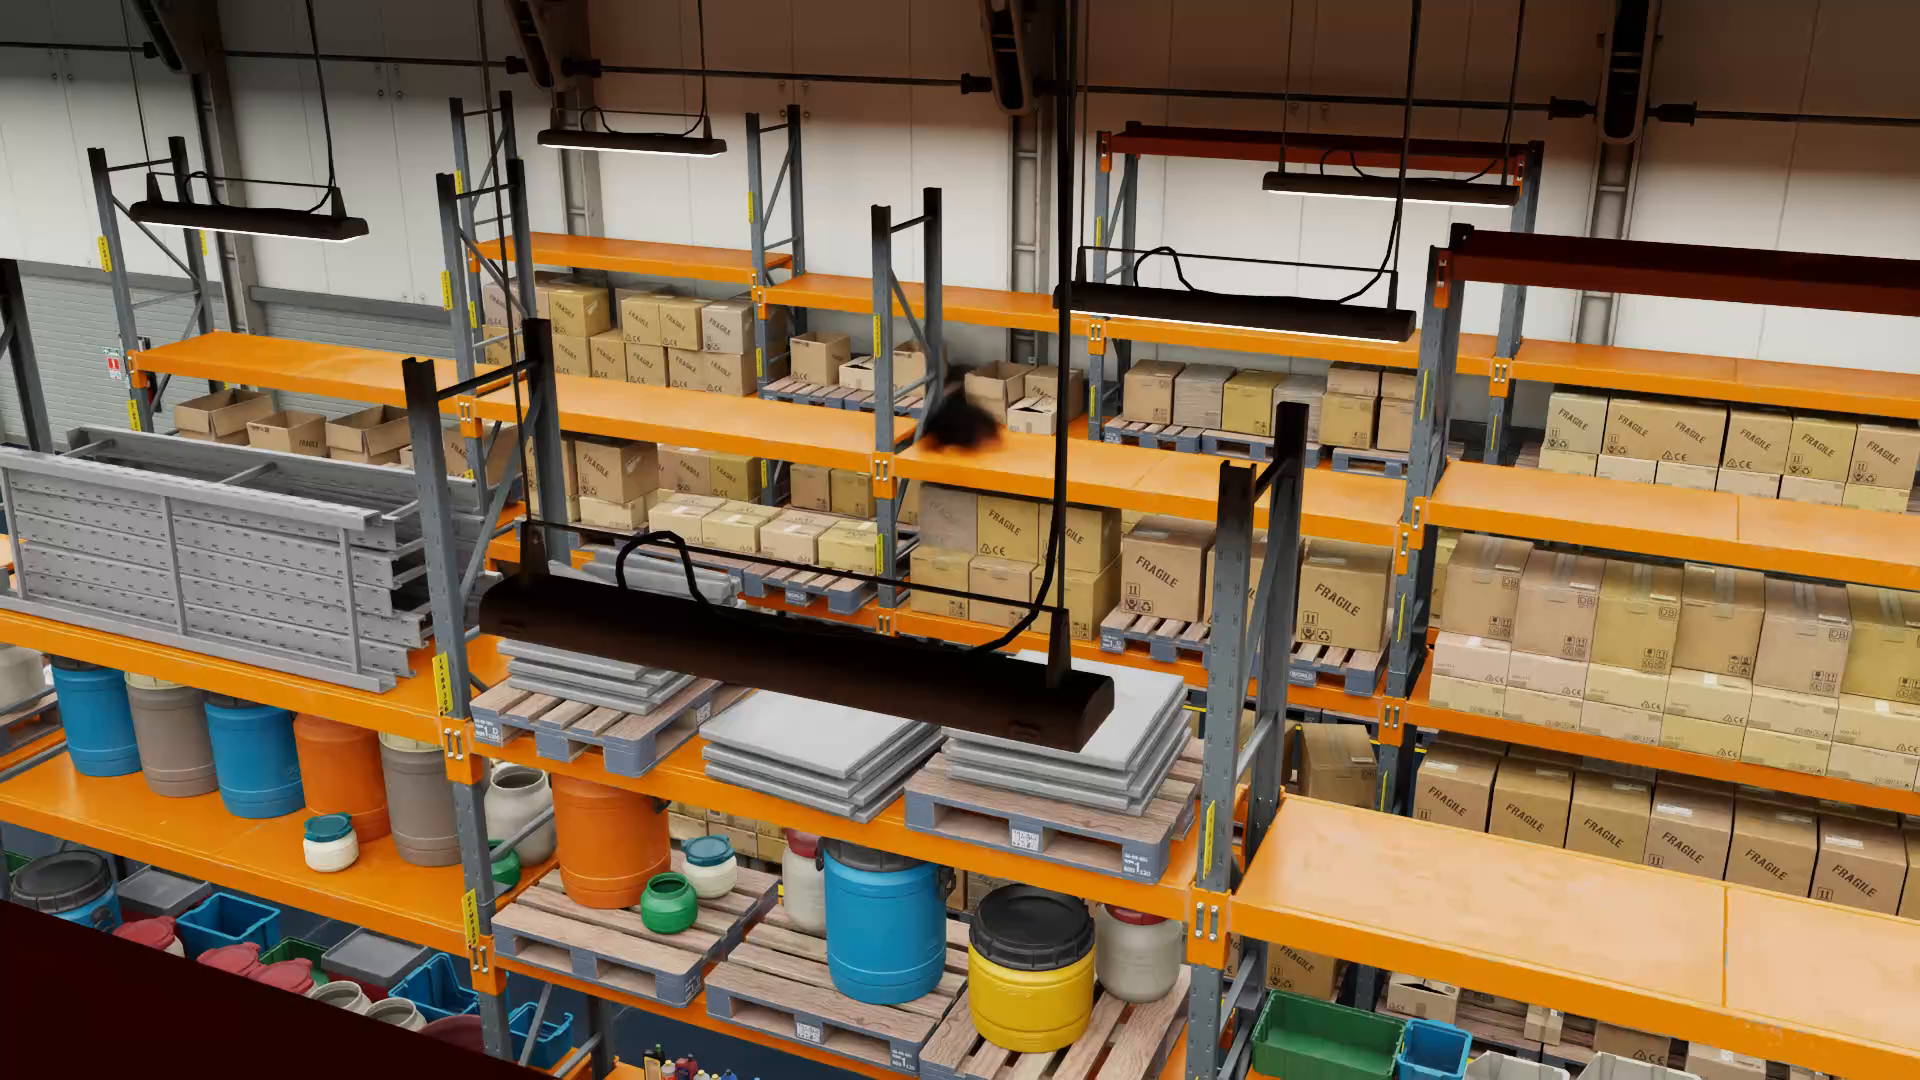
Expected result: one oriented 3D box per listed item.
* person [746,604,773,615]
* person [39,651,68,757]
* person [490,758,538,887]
[{"bbox_3d":[-2.152,0.930,17.894,0.941,1.666,0.599,1,21,2],"label":"person"},{"bbox_3d":[-8.467,1.659,15.931,0.583,1.670,0.695,-6,21,-15],"label":"person"},{"bbox_3d":[-3.763,2.410,13.751,0.833,1.735,0.743,12,24,30],"label":"person"}]
